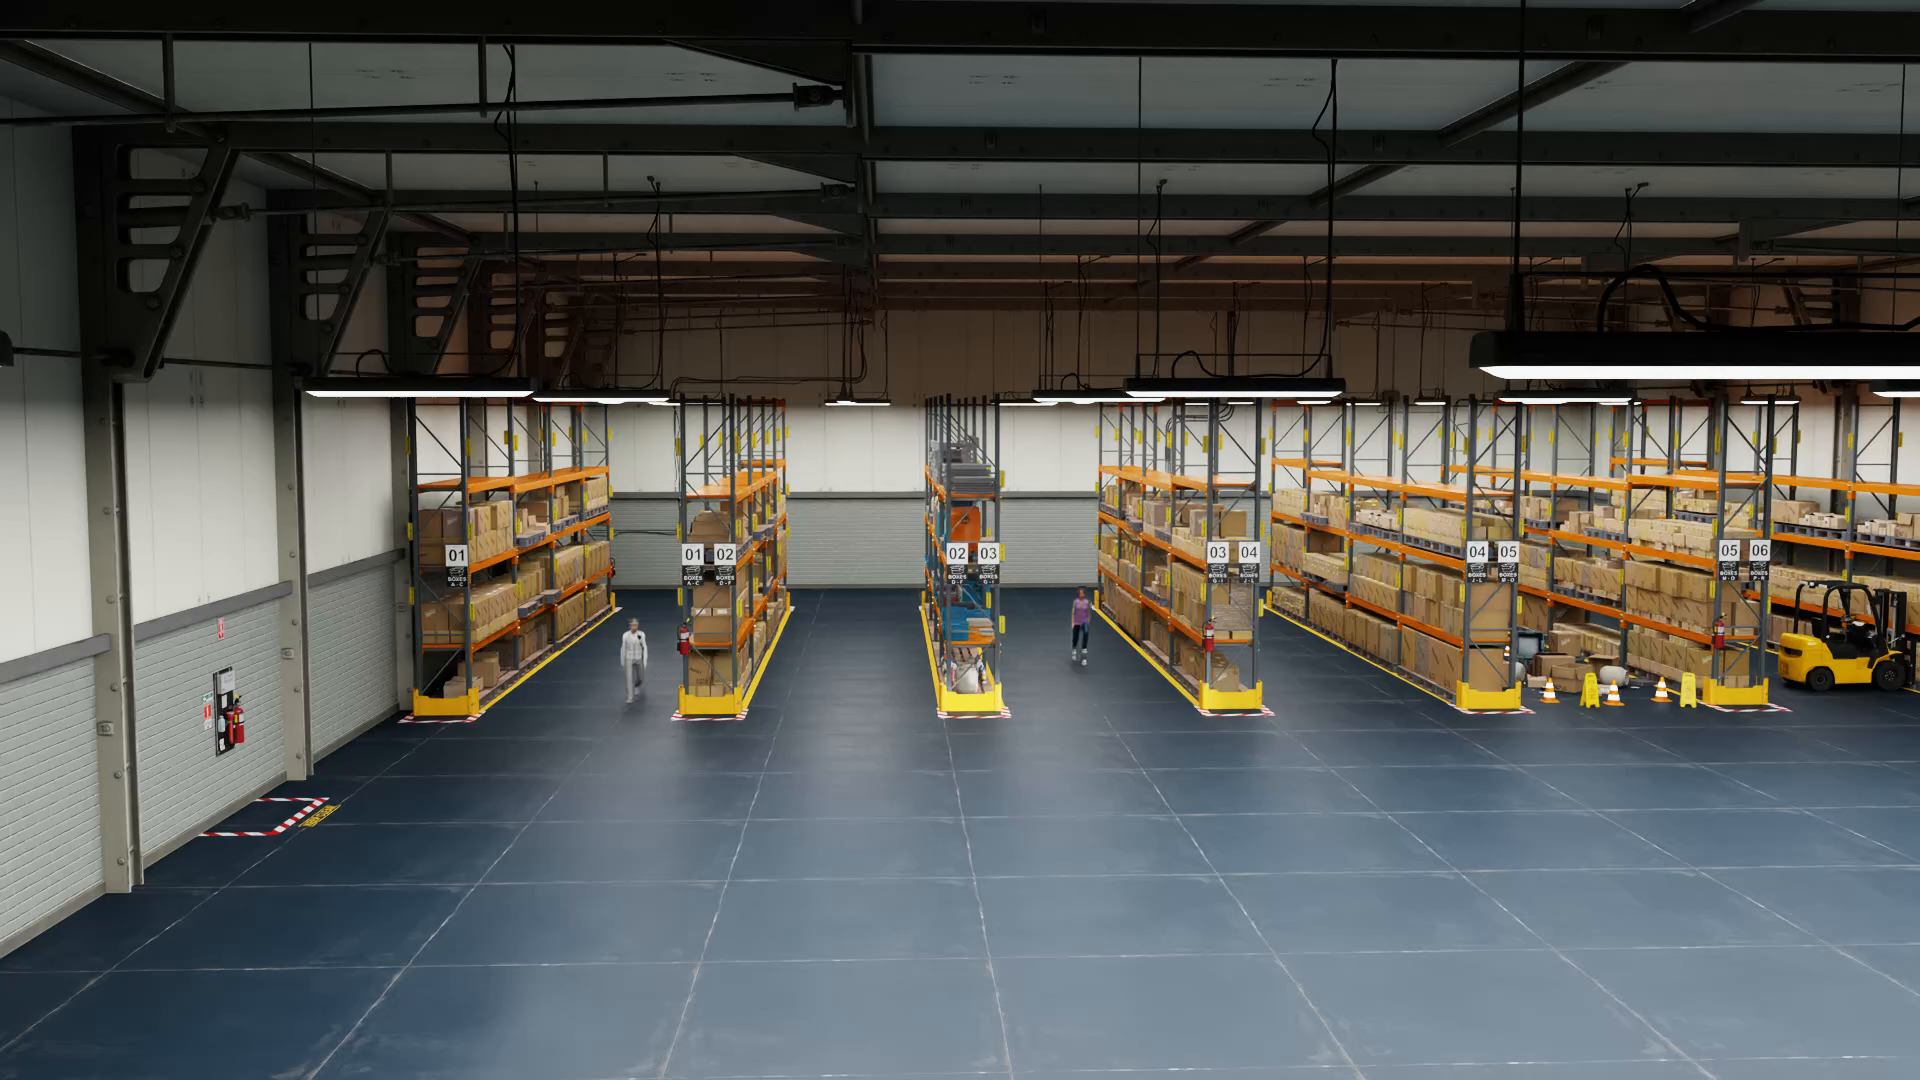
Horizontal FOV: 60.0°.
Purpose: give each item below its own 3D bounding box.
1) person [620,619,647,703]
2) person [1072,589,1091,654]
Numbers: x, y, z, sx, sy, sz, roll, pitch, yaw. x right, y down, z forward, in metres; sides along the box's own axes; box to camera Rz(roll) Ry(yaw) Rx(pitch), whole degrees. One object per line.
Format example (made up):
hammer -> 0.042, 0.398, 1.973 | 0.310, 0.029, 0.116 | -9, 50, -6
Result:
person -> -6.387, 2.330, 32.548 | 0.516, 1.633, 0.929 | -1, 5, -17
person -> 2.703, 1.872, 37.231 | 0.449, 1.434, 0.899 | 0, 5, -3
